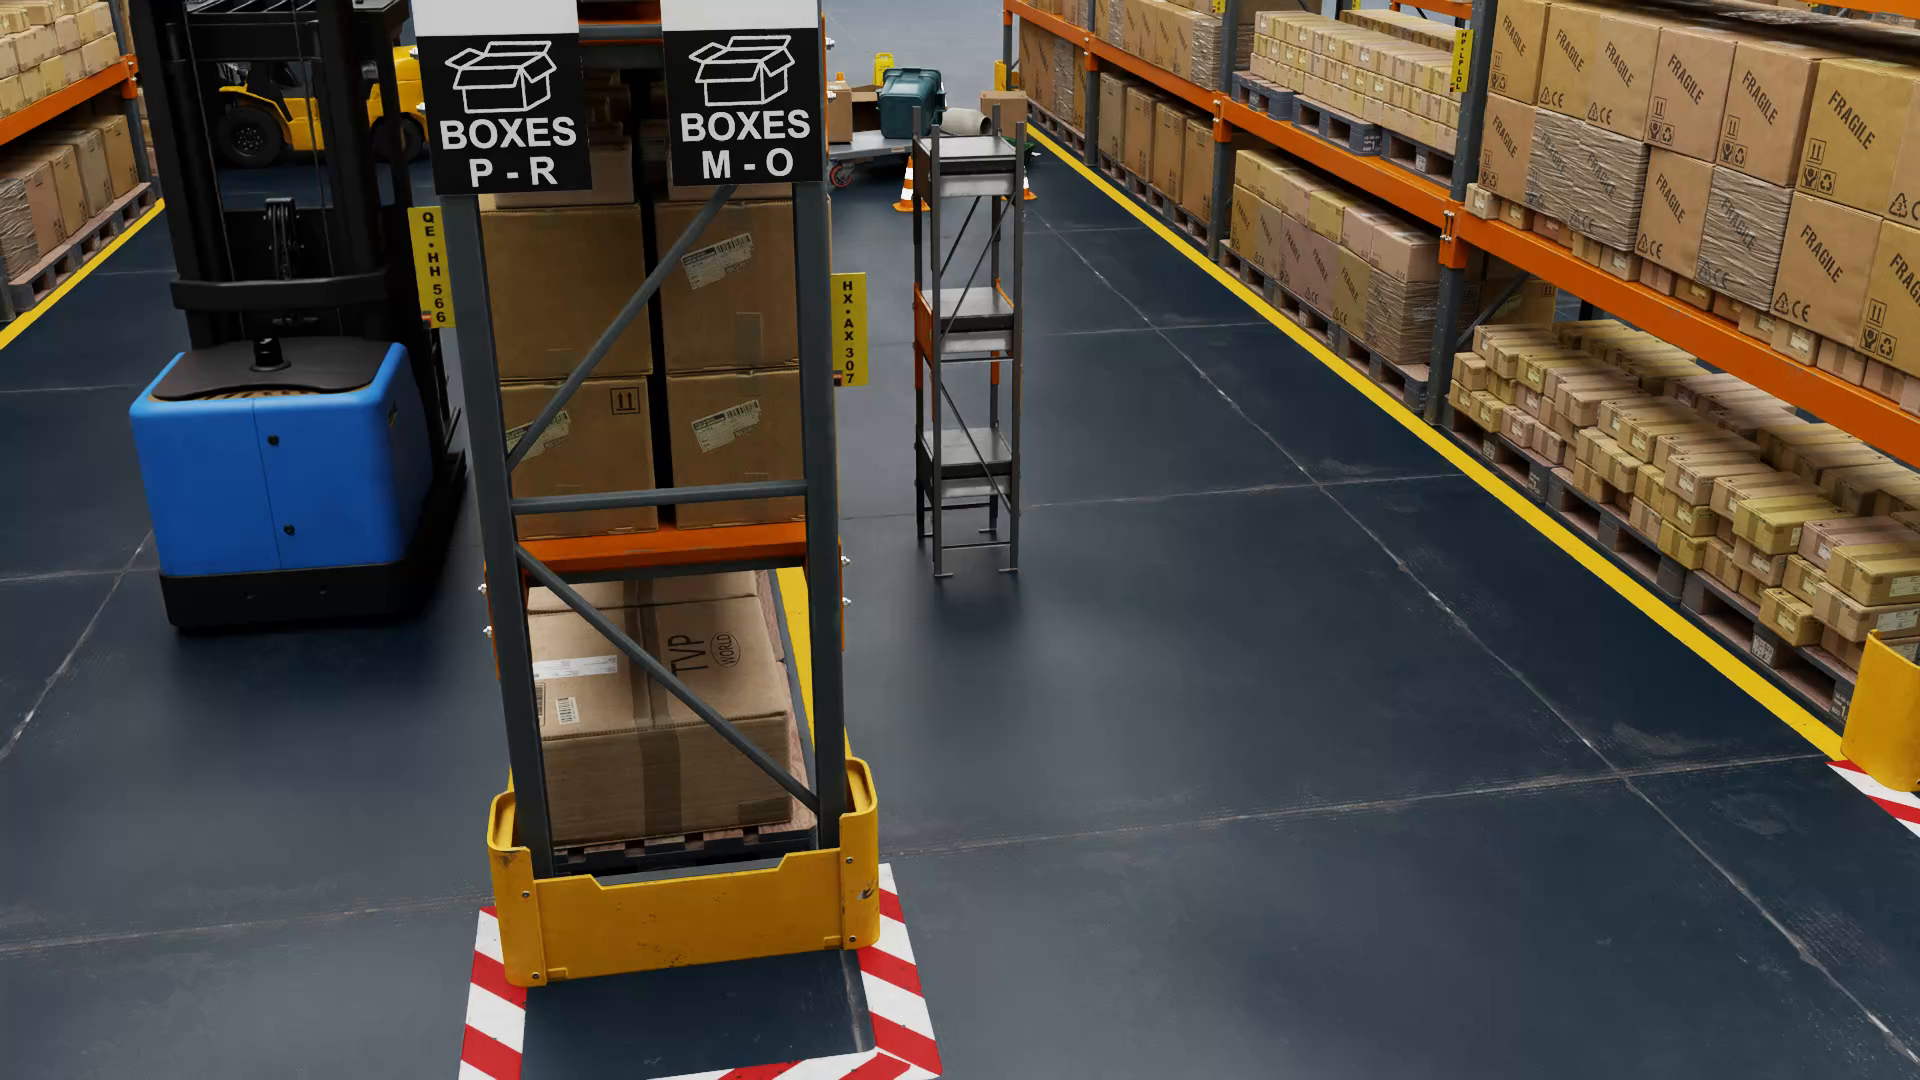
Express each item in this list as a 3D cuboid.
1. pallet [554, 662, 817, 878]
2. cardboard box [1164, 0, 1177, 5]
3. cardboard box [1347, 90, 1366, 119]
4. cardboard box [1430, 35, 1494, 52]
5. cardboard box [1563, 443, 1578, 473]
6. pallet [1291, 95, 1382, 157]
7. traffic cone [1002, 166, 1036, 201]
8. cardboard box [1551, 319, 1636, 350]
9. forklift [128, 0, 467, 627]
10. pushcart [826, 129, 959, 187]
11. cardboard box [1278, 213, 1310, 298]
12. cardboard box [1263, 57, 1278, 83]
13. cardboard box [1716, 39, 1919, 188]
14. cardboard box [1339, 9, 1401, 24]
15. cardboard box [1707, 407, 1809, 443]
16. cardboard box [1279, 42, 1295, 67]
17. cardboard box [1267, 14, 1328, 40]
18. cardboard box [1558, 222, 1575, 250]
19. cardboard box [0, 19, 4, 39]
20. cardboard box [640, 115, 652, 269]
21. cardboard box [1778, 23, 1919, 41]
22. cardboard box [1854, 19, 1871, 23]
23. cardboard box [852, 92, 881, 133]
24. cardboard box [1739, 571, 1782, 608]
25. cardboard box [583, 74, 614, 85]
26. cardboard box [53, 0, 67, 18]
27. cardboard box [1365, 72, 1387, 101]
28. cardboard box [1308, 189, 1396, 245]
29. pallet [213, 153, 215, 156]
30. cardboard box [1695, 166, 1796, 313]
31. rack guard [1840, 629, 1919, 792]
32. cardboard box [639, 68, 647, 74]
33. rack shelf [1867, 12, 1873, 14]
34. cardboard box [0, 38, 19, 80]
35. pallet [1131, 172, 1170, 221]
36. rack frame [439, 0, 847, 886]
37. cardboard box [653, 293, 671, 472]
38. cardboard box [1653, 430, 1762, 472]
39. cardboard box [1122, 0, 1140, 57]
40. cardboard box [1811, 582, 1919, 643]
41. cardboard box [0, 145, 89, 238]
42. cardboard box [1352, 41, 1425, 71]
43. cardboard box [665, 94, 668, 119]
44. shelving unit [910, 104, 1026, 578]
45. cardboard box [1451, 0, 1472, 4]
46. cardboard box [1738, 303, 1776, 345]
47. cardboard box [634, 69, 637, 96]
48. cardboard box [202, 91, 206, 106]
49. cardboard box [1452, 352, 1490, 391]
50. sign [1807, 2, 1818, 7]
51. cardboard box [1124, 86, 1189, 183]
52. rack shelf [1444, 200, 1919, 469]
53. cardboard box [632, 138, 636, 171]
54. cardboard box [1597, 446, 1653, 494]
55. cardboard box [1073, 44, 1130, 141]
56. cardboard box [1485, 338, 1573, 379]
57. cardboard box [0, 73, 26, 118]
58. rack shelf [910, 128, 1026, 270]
[{"bbox_3d":[-1.081,0.853,6.034,1.003,0.211,1.213,-4,24,-10],"label":"pallet"},{"bbox_3d":[2.150,-4.952,14.467,0.700,0.500,0.500,-5,24,-10],"label":"cardboard box"},{"bbox_3d":[2.738,-2.827,10.764,0.380,0.149,0.250,-3,24,-7],"label":"cardboard box"},{"bbox_3d":[3.335,-3.249,10.988,0.380,0.149,0.250,-4,24,-8],"label":"cardboard box"},{"bbox_3d":[3.328,-0.417,8.494,0.380,0.149,0.250,-5,24,-12],"label":"cardboard box"},{"bbox_3d":[2.916,-2.806,11.166,1.003,0.211,1.213,-4,24,-10],"label":"pallet"},{"bbox_3d":[0.534,-3.441,15.550,0.336,0.463,0.334,-4,24,-10],"label":"traffic cone"},{"bbox_3d":[3.571,-1.134,9.392,0.380,0.149,0.250,-4,24,-8],"label":"cardboard box"},{"bbox_3d":[-3.172,-1.524,8.077,1.130,2.935,3.031,-4,24,-9],"label":"forklift"},{"bbox_3d":[-0.844,-3.823,16.532,1.648,0.377,0.936,-13,27,-28],"label":"pushcart"},{"bbox_3d":[2.586,-2.020,11.726,0.500,0.500,0.500,-5,24,-11],"label":"cardboard box"},{"bbox_3d":[2.444,-3.450,12.191,0.380,0.149,0.250,-3,24,-7],"label":"cardboard box"},{"bbox_3d":[3.462,-1.728,6.712,0.500,0.500,0.500,-3,24,-7],"label":"cardboard box"},{"bbox_3d":[3.051,-3.860,12.387,0.380,0.149,0.250,-5,24,-12],"label":"cardboard box"},{"bbox_3d":[3.823,-0.520,7.988,0.380,0.149,0.250,-4,24,-10],"label":"cardboard box"},{"bbox_3d":[2.507,-3.467,11.857,0.380,0.149,0.250,-5,24,-11],"label":"cardboard box"},{"bbox_3d":[2.457,-3.718,12.060,0.380,0.149,0.250,-5,24,-11],"label":"cardboard box"},{"bbox_3d":[3.247,-1.541,8.344,0.380,0.149,0.250,-5,24,-12],"label":"cardboard box"},{"bbox_3d":[-7.167,-3.691,12.017,0.380,0.149,0.250,-4,24,-9],"label":"cardboard box"},{"bbox_3d":[-0.871,-1.235,5.956,0.500,0.500,0.500,-4,24,-10],"label":"cardboard box"},{"bbox_3d":[3.896,-1.964,7.252,0.500,0.500,0.500,-5,24,-11],"label":"cardboard box"},{"bbox_3d":[7.226,-3.831,13.149,0.500,0.500,0.500,-4,24,-8],"label":"cardboard box"},{"bbox_3d":[-0.821,-4.457,17.657,0.797,0.637,0.503,-4,24,-10],"label":"cardboard box"},{"bbox_3d":[3.576,0.196,7.091,0.380,0.149,0.250,-4,24,-10],"label":"cardboard box"},{"bbox_3d":[-1.410,-1.542,5.848,0.380,0.149,0.250,-4,24,-8],"label":"cardboard box"},{"bbox_3d":[-7.447,-4.291,13.392,0.380,0.149,0.250,-5,24,-11],"label":"cardboard box"},{"bbox_3d":[2.787,-2.862,10.474,0.380,0.149,0.250,-6,24,-12],"label":"cardboard box"},{"bbox_3d":[2.670,-2.171,11.134,0.500,0.250,0.500,-5,24,-12],"label":"cardboard box"},{"bbox_3d":[-8.288,-3.987,17.114,1.003,0.211,1.213,-4,24,-10],"label":"pallet"},{"bbox_3d":[3.460,-1.264,6.900,0.500,0.500,0.500,-4,24,-10],"label":"cardboard box"},{"bbox_3d":[3.975,0.593,6.267,1.175,0.500,0.348,-4,24,-10],"label":"rack guard"},{"bbox_3d":[-1.184,-2.085,7.091,0.380,0.149,0.250,-5,24,-10],"label":"cardboard box"},{"bbox_3d":[11.161,-6.394,20.040,1.077,0.370,4.000,-4,24,-10],"label":"rack shelf"},{"bbox_3d":[-7.147,-3.444,11.951,0.500,0.250,0.500,-4,24,-8],"label":"cardboard box"},{"bbox_3d":[2.216,-3.186,15.281,1.003,0.211,1.213,-4,24,-10],"label":"pallet"},{"bbox_3d":[-0.857,-0.116,4.769,1.000,3.000,0.127,-4,24,-10],"label":"rack frame"},{"bbox_3d":[-0.784,-0.569,5.681,0.500,0.500,0.500,-5,24,-11],"label":"cardboard box"},{"bbox_3d":[3.450,-0.386,7.680,0.380,0.149,0.250,-5,24,-12],"label":"cardboard box"},{"bbox_3d":[1.787,-4.666,15.061,0.500,0.500,0.500,-4,24,-10],"label":"cardboard box"},{"bbox_3d":[3.611,0.269,6.553,0.380,0.149,0.250,-5,24,-11],"label":"cardboard box"},{"bbox_3d":[-7.569,-2.766,13.278,0.875,0.625,0.625,-5,24,-12],"label":"cardboard box"},{"bbox_3d":[2.743,-3.102,10.651,0.380,0.149,0.250,-5,24,-12],"label":"cardboard box"},{"bbox_3d":[-0.770,-1.389,5.497,0.380,0.149,0.250,-5,24,-11],"label":"cardboard box"},{"bbox_3d":[0.031,-0.897,7.681,0.431,2.100,0.503,-4,24,-10],"label":"shelving unit"},{"bbox_3d":[5.924,-6.301,19.244,0.380,0.149,0.250,-4,24,-10],"label":"cardboard box"},{"bbox_3d":[3.491,-0.917,6.917,0.380,0.149,0.250,-5,24,-12],"label":"cardboard box"},{"bbox_3d":[-2.103,-2.755,9.436,0.500,0.500,0.500,-4,24,-8],"label":"cardboard box"},{"bbox_3d":[-8.008,-4.438,16.949,0.500,0.250,0.500,-4,24,-10],"label":"cardboard box"},{"bbox_3d":[3.002,-0.952,9.347,0.380,0.149,0.250,-3,24,-7],"label":"cardboard box"},{"bbox_3d":[6.872,-4.447,13.337,0.100,0.325,0.005,-4,24,-10],"label":"sign"},{"bbox_3d":[2.148,-3.787,15.459,1.050,0.750,0.750,-4,24,-10],"label":"cardboard box"},{"bbox_3d":[3.619,-0.980,7.644,1.077,0.370,4.000,-4,24,-10],"label":"rack shelf"},{"bbox_3d":[-1.485,-1.389,6.307,0.500,0.500,0.500,-4,24,-10],"label":"cardboard box"},{"bbox_3d":[3.298,-0.347,7.962,0.380,0.149,0.250,-4,24,-9],"label":"cardboard box"},{"bbox_3d":[1.723,-4.714,17.426,0.875,0.875,0.875,-4,24,-9],"label":"cardboard box"},{"bbox_3d":[3.102,-0.991,9.065,0.380,0.149,0.250,-3,24,-7],"label":"cardboard box"},{"bbox_3d":[-7.143,-3.216,12.054,0.500,0.250,0.500,-5,24,-11],"label":"cardboard box"},{"bbox_3d":[0.031,-1.526,7.406,0.431,0.518,0.480,-4,24,-10],"label":"rack shelf"}]
